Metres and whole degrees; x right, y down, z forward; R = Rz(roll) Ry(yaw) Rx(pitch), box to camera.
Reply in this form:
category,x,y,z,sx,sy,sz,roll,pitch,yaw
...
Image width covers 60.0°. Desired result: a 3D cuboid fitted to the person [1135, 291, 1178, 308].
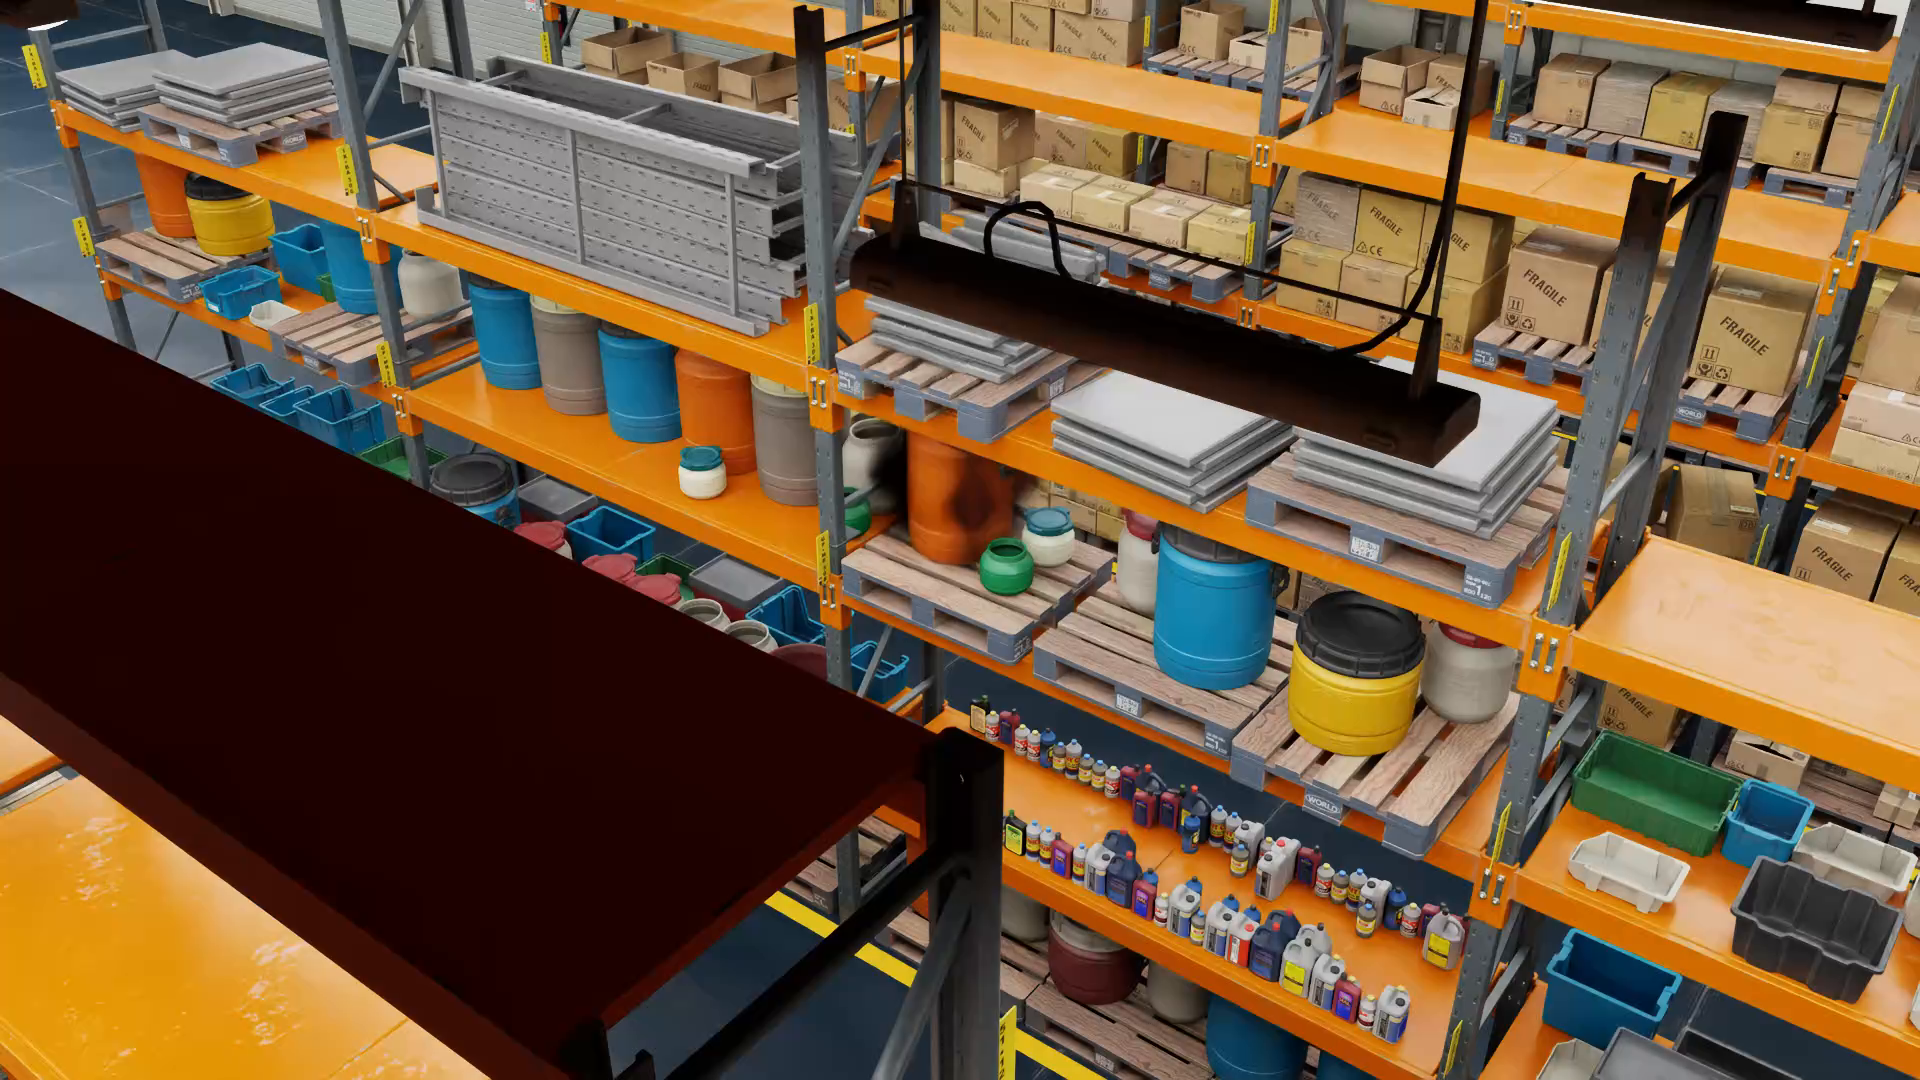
category,x,y,z,sx,sy,sz,roll,pitch,yaw
person,2.038,-2.300,17.400,0.464,1.693,0.447,-9,33,-14
